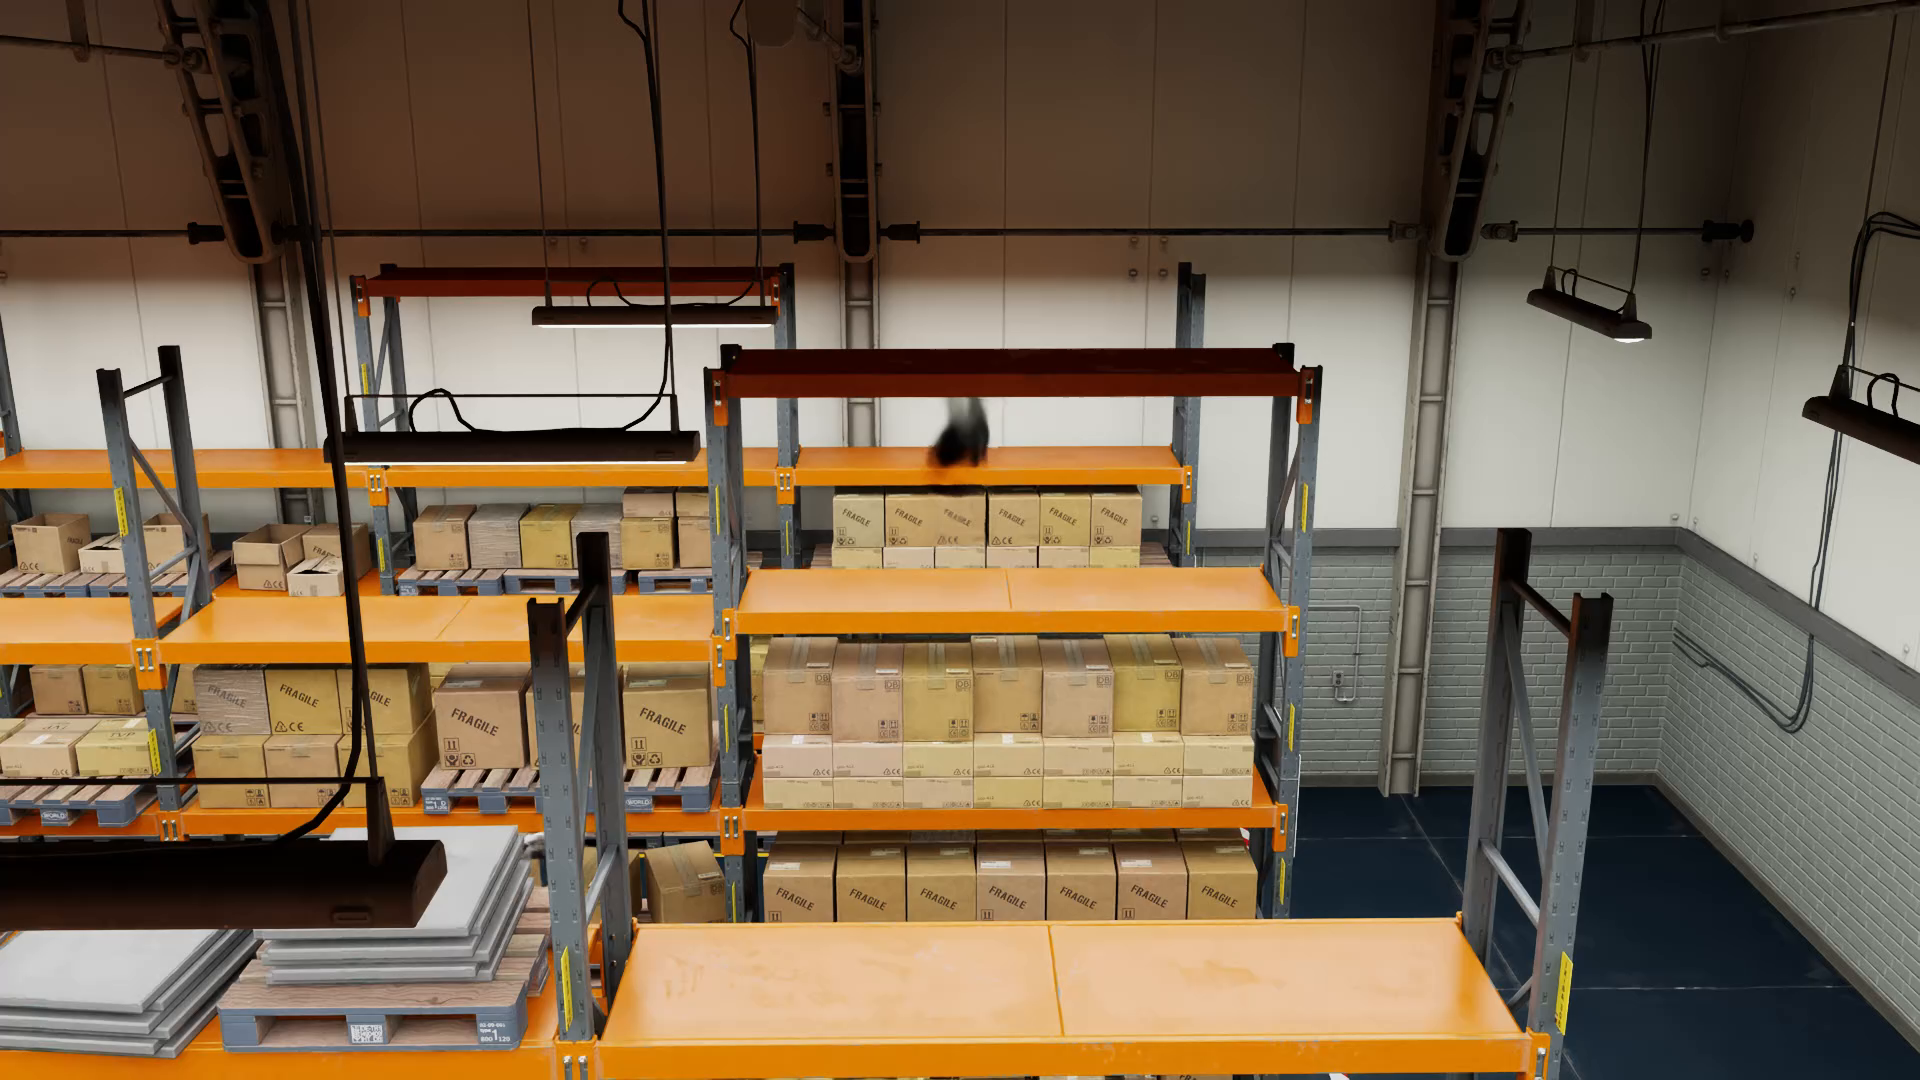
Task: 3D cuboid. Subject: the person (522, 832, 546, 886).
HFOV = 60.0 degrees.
[{"bbox_3d":[-3.932,2.920,15.804,0.667,1.647,0.634,-14,21,-39],"label":"person"}]
